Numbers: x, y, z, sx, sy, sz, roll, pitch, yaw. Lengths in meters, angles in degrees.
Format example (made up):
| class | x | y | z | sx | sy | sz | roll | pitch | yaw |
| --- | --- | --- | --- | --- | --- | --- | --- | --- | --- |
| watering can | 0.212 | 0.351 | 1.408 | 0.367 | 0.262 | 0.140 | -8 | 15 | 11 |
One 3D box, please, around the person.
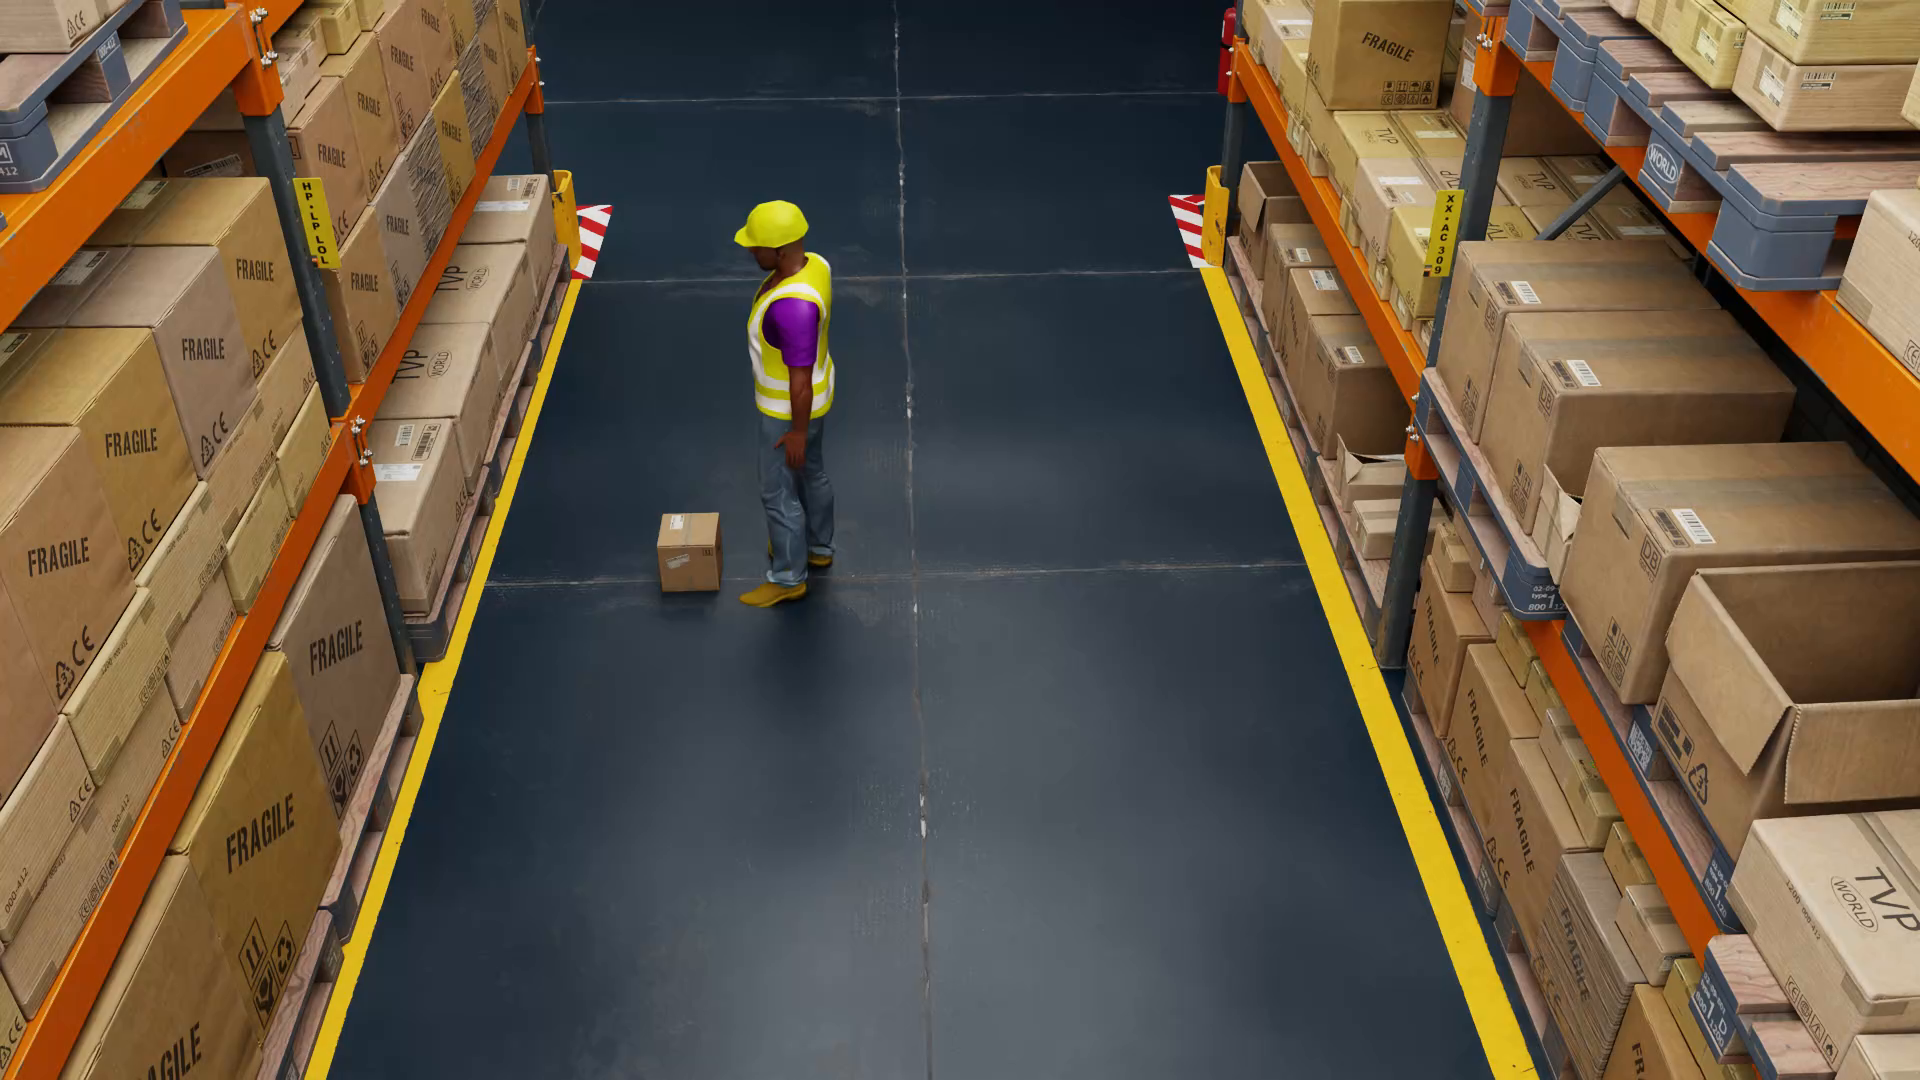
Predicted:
| class | x | y | z | sx | sy | sz | roll | pitch | yaw |
| --- | --- | --- | --- | --- | --- | --- | --- | --- | --- |
| person | -0.737 | -0.584 | 6.964 | 0.439 | 1.807 | 0.630 | 2 | 35 | 3 |
